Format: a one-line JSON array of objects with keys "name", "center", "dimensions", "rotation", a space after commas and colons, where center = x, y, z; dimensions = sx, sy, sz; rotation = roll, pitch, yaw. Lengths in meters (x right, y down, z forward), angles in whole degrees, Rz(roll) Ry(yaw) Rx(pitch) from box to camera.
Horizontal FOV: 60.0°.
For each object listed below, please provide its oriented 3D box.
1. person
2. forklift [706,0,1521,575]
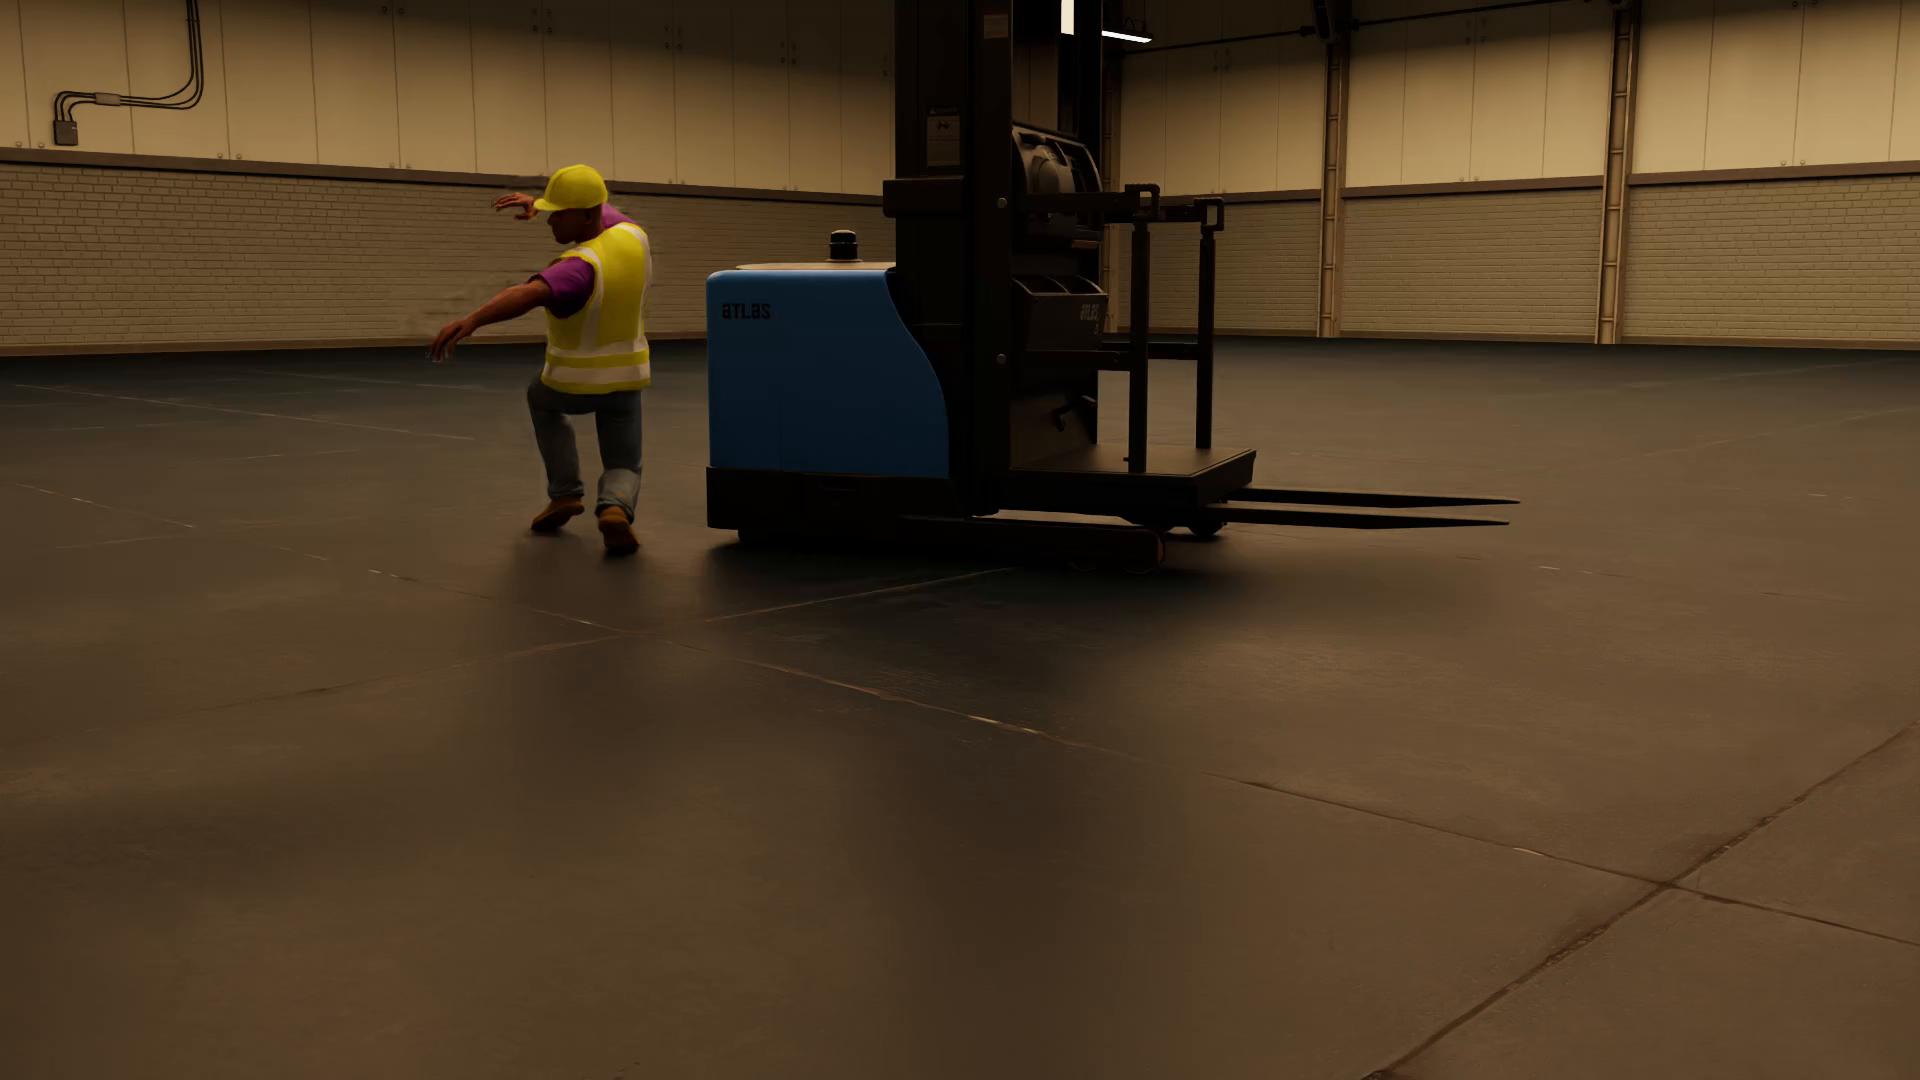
[{"name": "person", "center": [-1.692, -0.698, 6.446], "dimensions": [0.998, 1.474, 0.968], "rotation": [-6, 11, -36]}, {"name": "forklift", "center": [0.565, -1.416, 6.275], "dimensions": [3.031, 2.935, 1.130], "rotation": [3, 9, 22]}]
